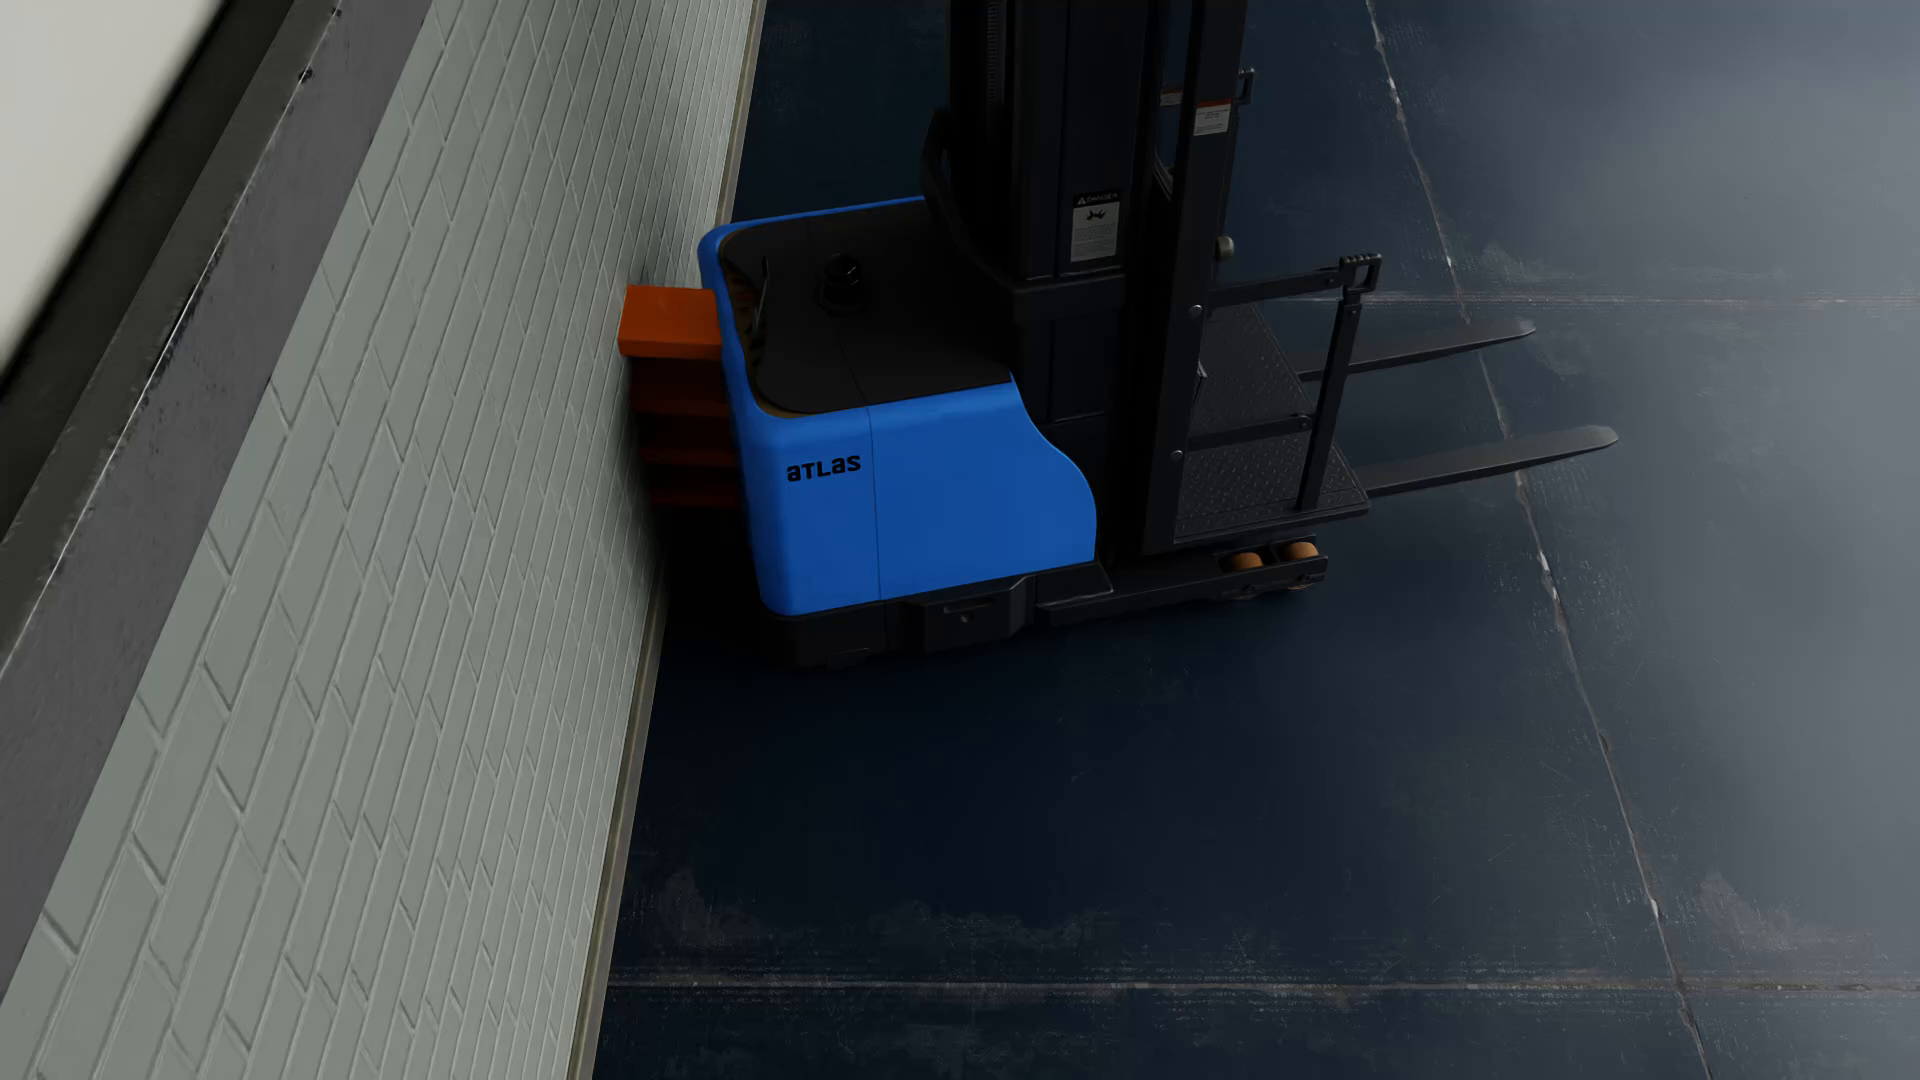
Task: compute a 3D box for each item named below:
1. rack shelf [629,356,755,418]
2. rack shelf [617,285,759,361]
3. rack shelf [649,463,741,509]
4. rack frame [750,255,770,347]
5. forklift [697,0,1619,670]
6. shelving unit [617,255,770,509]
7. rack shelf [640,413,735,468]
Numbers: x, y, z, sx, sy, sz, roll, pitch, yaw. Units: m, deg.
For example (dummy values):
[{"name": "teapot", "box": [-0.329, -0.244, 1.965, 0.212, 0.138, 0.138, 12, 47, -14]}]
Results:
[{"name": "rack shelf", "box": [-0.829, -0.472, 5.150, 0.480, 0.148, 0.258, 3, 50, 2]}, {"name": "rack shelf", "box": [-0.827, -0.625, 4.970, 0.480, 0.148, 0.258, 3, 50, 2]}, {"name": "rack shelf", "box": [-0.832, -0.198, 5.472, 0.480, 0.148, 0.258, 3, 50, 2]}, {"name": "rack frame", "box": [-0.587, -0.356, 5.260, 0.015, 1.200, 0.240, 3, 50, 2]}, {"name": "forklift", "box": [0.740, -1.165, 4.832, 3.031, 2.935, 1.130, -10, 48, -9]}, {"name": "shelving unit", "box": [-0.830, -0.370, 5.269, 0.503, 1.200, 0.258, 3, 50, 2]}, {"name": "rack shelf", "box": [-0.830, -0.327, 5.320, 0.480, 0.148, 0.258, 3, 50, 2]}]
